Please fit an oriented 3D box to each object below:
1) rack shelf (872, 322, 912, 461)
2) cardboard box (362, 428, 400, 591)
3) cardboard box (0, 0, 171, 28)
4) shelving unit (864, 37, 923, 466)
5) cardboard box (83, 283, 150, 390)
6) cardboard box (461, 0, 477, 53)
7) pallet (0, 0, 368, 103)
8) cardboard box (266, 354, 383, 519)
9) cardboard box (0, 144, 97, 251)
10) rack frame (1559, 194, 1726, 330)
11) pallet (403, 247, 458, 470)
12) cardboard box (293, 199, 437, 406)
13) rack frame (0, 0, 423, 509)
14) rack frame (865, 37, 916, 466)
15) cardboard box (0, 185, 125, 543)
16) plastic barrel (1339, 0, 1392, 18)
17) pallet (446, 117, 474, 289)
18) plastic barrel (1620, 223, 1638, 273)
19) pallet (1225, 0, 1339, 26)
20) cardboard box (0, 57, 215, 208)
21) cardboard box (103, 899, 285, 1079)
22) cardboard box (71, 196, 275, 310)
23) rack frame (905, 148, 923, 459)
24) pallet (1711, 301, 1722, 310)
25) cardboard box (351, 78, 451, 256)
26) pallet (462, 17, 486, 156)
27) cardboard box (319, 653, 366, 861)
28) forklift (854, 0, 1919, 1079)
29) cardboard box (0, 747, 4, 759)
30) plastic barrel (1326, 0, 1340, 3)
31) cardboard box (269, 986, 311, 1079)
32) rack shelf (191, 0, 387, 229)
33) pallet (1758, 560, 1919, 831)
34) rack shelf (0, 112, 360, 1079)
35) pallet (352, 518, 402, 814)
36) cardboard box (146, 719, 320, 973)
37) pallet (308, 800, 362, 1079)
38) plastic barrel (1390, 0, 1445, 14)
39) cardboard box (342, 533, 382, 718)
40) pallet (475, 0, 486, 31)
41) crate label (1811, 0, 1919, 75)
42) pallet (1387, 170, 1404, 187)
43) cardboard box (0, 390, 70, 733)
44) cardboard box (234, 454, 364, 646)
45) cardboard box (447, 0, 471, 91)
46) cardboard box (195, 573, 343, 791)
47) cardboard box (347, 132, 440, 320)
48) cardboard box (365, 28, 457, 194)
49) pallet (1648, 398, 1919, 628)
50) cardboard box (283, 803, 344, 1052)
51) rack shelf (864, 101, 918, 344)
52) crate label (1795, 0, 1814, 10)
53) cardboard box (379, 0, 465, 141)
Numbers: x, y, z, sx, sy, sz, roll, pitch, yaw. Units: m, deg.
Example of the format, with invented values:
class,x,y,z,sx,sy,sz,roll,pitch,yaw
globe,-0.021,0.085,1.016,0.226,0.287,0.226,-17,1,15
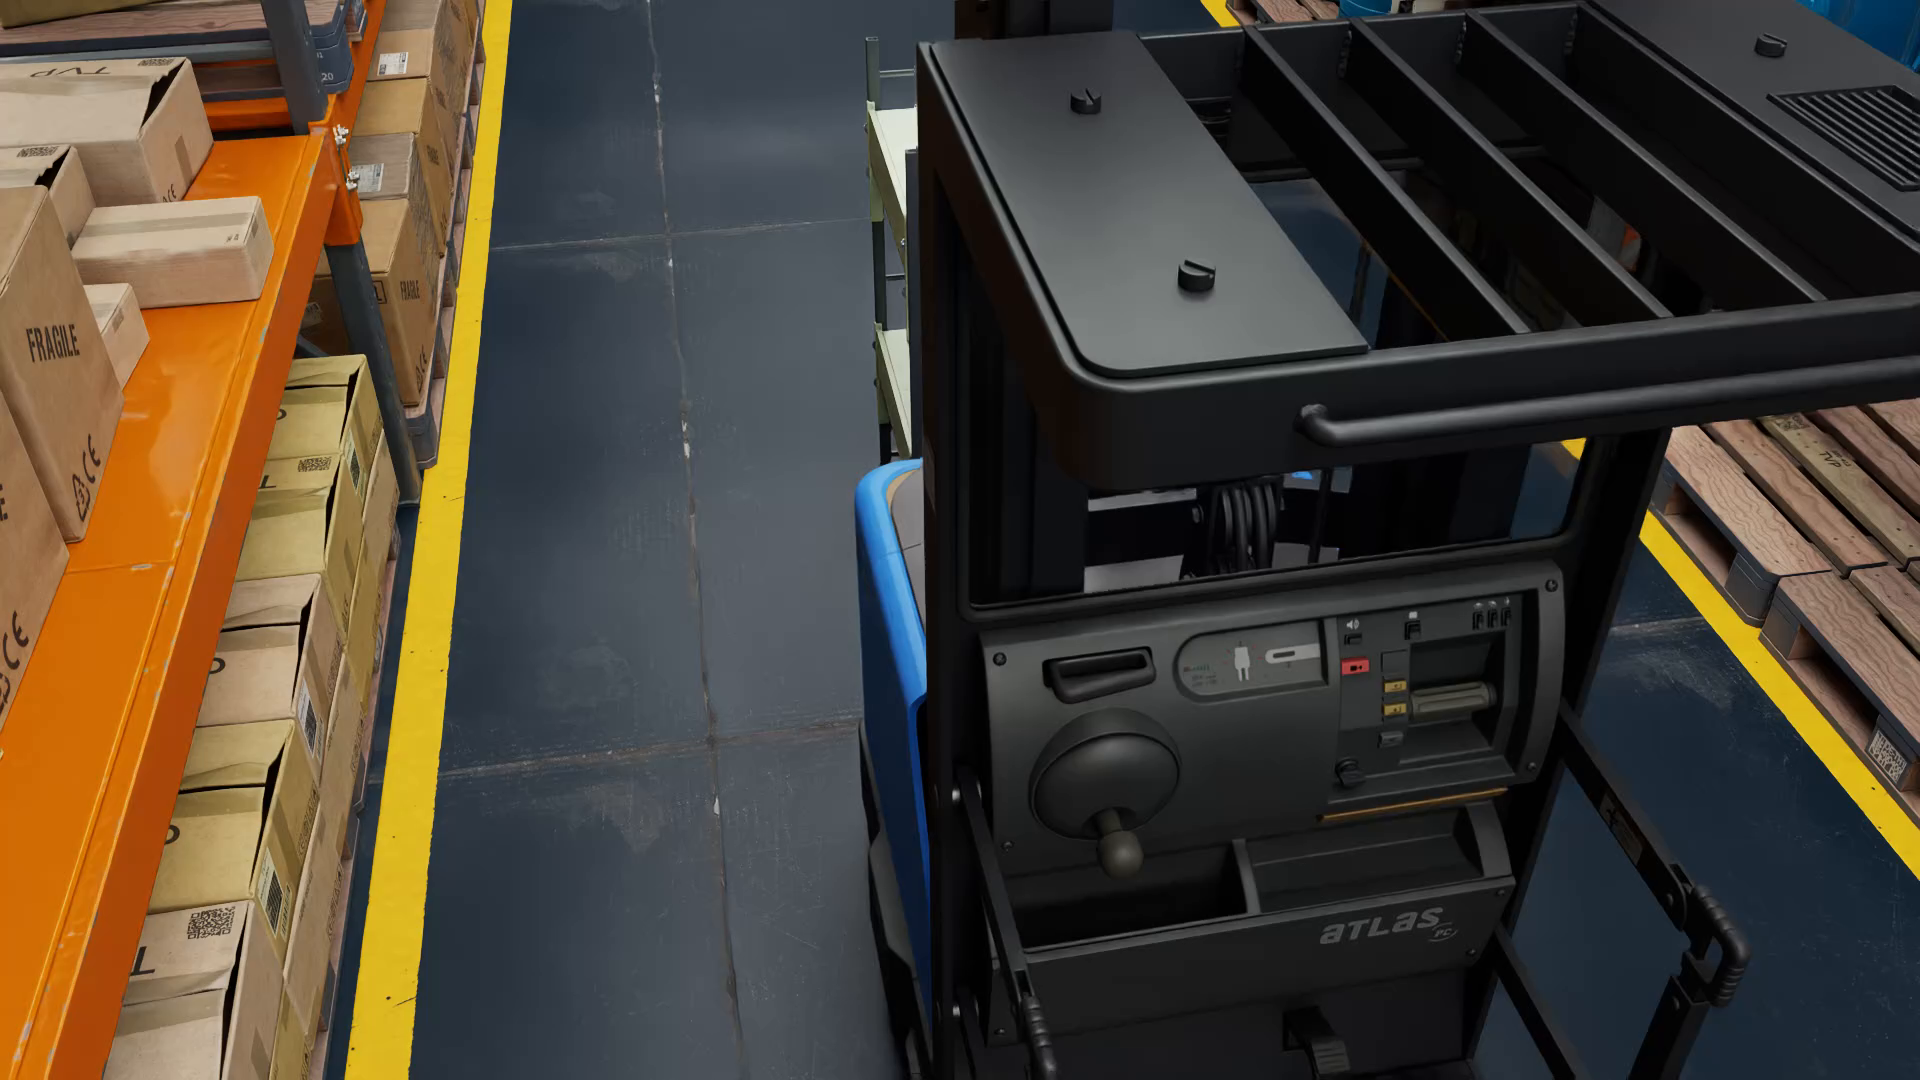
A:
class,x,y,z,sx,sy,sz,roll,pitch,yaw
rack shelf,0.001,-0.331,4.985,0.431,0.370,0.720,-6,38,-8
cardboard box,-1.922,-0.067,4.790,0.500,0.250,0.500,-5,38,-7
cardboard box,-2.476,-1.852,4.765,0.700,0.500,0.500,-19,42,-23
shelving unit,0.001,-0.588,4.785,0.431,1.500,0.755,-6,38,-8
cardboard box,-1.976,-0.415,3.544,0.380,0.149,0.250,-4,38,-5
cardboard box,-2.587,-2.614,7.848,0.500,0.500,0.500,-6,38,-8
pallet,-2.443,-1.604,5.027,1.213,0.211,1.003,-6,38,-8
cardboard box,-1.921,-0.290,4.620,0.500,0.311,0.500,-5,38,-7
cardboard box,-2.289,-0.682,3.756,0.500,0.311,0.500,-7,38,-8
rack frame,2.622,-1.809,5.133,1.000,3.000,0.127,-6,38,-8
pallet,-2.348,-0.632,5.892,1.003,0.211,1.213,-6,38,-8
cardboard box,-2.053,-0.771,5.476,0.500,0.500,0.500,-5,38,-6
rack frame,-2.255,-1.278,4.451,1.000,3.000,0.127,-6,38,-8
rack frame,-0.063,-0.809,5.069,0.400,1.500,0.023,-6,38,-8
cardboard box,-1.945,-0.306,3.118,0.500,0.500,0.500,-8,39,-10
plastic barrel,2.124,-2.804,7.782,0.600,0.901,0.708,-6,38,-8
pallet,-2.559,-1.367,6.838,1.003,0.211,1.213,-6,38,-8
plastic barrel,2.520,-1.411,6.048,0.600,0.830,0.708,-6,38,-8
pallet,2.015,-2.653,8.493,1.003,0.211,1.213,-6,38,-8
cardboard box,-2.234,-1.019,4.189,0.500,0.311,0.500,-4,38,-5
cardboard box,-1.555,0.944,3.031,0.500,0.311,0.500,-7,38,-9
cardboard box,-1.825,-0.666,3.867,0.380,0.149,0.250,-6,38,-8
rack frame,0.065,-0.367,4.500,0.400,1.500,0.023,-6,38,-8
pallet,2.443,-1.179,6.596,1.003,0.211,1.213,-6,38,-8
cardboard box,-2.234,-1.390,6.273,0.500,0.500,0.500,-7,38,-9
pallet,-2.776,-2.106,7.789,1.003,0.211,1.213,-6,38,-8
cardboard box,-1.743,0.548,3.998,0.500,0.250,0.500,-5,38,-7
forklift,0.539,0.349,2.412,1.130,2.935,3.031,-7,38,-9
cardboard box,-1.764,0.314,2.319,0.500,0.500,0.500,-4,38,-5
plastic barrel,2.000,-3.232,8.333,0.600,0.901,0.708,-6,38,-8
cardboard box,-1.562,1.166,3.203,0.500,0.250,0.500,-7,38,-9
rack shelf,-2.605,-2.202,6.226,1.077,0.370,4.000,-6,38,-8
pallet,2.931,0.500,4.435,1.003,0.211,1.213,-6,38,-8
rack shelf,-1.904,0.214,3.116,1.077,0.370,4.000,-6,38,-8
pallet,-2.149,0.324,4.661,1.003,0.211,1.213,-6,38,-8
cardboard box,-1.652,0.631,3.434,0.500,0.311,0.500,-5,38,-7
pallet,-1.938,1.060,3.714,1.003,0.211,1.213,-6,38,-8
plastic barrel,2.135,-2.299,7.450,0.421,0.512,0.421,0,38,0
cardboard box,-1.829,0.244,4.390,0.500,0.250,0.500,-7,38,-8
pallet,-3.076,-3.008,8.950,1.003,0.211,1.213,-6,38,-8
crate label,2.530,-1.194,4.313,0.502,0.435,0.616,-6,38,-8
pallet,2.233,-1.915,7.543,1.003,0.211,1.213,-6,38,-8
cardboard box,-1.852,0.012,2.708,0.500,0.500,0.500,-6,38,-8
cardboard box,-1.823,0.023,4.217,0.500,0.311,0.500,-7,38,-9
cardboard box,-2.509,-2.314,7.463,0.500,0.500,0.500,-6,38,-8
cardboard box,-1.737,0.328,3.824,0.500,0.311,0.500,-6,38,-8
cardboard box,-2.151,-1.086,5.882,0.500,0.500,0.500,-8,38,-10
cardboard box,-2.330,-1.704,6.678,0.500,0.500,0.500,-7,38,-9
pallet,2.720,-0.236,5.381,1.003,0.211,1.213,-6,38,-8
cardboard box,-1.650,0.859,3.599,0.500,0.250,0.500,-6,38,-7
rack shelf,0.001,-0.896,4.545,0.431,0.370,0.720,-6,38,-8
crate label,2.327,-1.448,4.805,0.303,0.233,0.416,-6,38,-8
cardboard box,-2.422,-2.011,7.073,0.500,0.500,0.500,-6,38,-7
